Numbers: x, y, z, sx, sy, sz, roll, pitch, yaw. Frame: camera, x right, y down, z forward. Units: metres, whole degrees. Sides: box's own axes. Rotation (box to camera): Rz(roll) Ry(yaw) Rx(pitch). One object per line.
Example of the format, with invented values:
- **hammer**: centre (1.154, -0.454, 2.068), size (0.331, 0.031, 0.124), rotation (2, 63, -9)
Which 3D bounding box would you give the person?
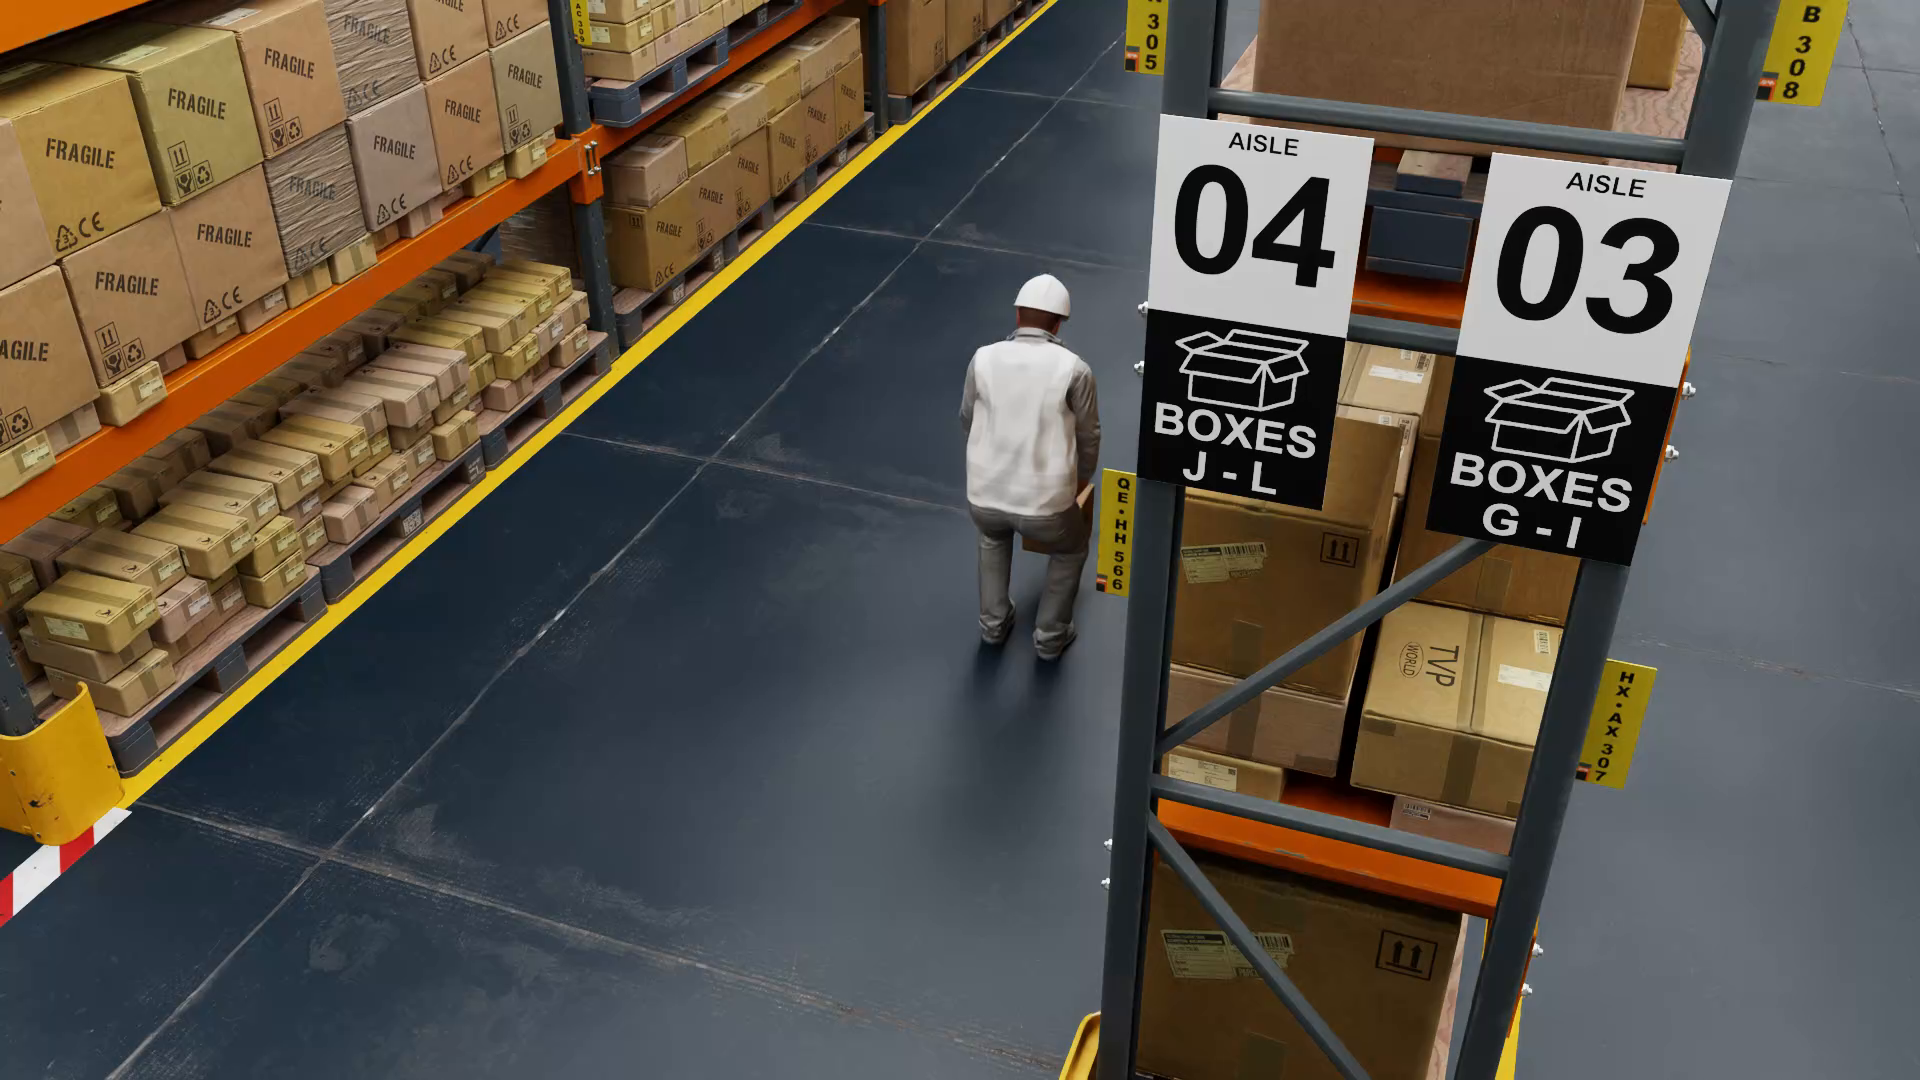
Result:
- **person**: centre (0.261, -0.264, 6.725), size (0.588, 1.560, 0.671), rotation (11, 35, 17)
